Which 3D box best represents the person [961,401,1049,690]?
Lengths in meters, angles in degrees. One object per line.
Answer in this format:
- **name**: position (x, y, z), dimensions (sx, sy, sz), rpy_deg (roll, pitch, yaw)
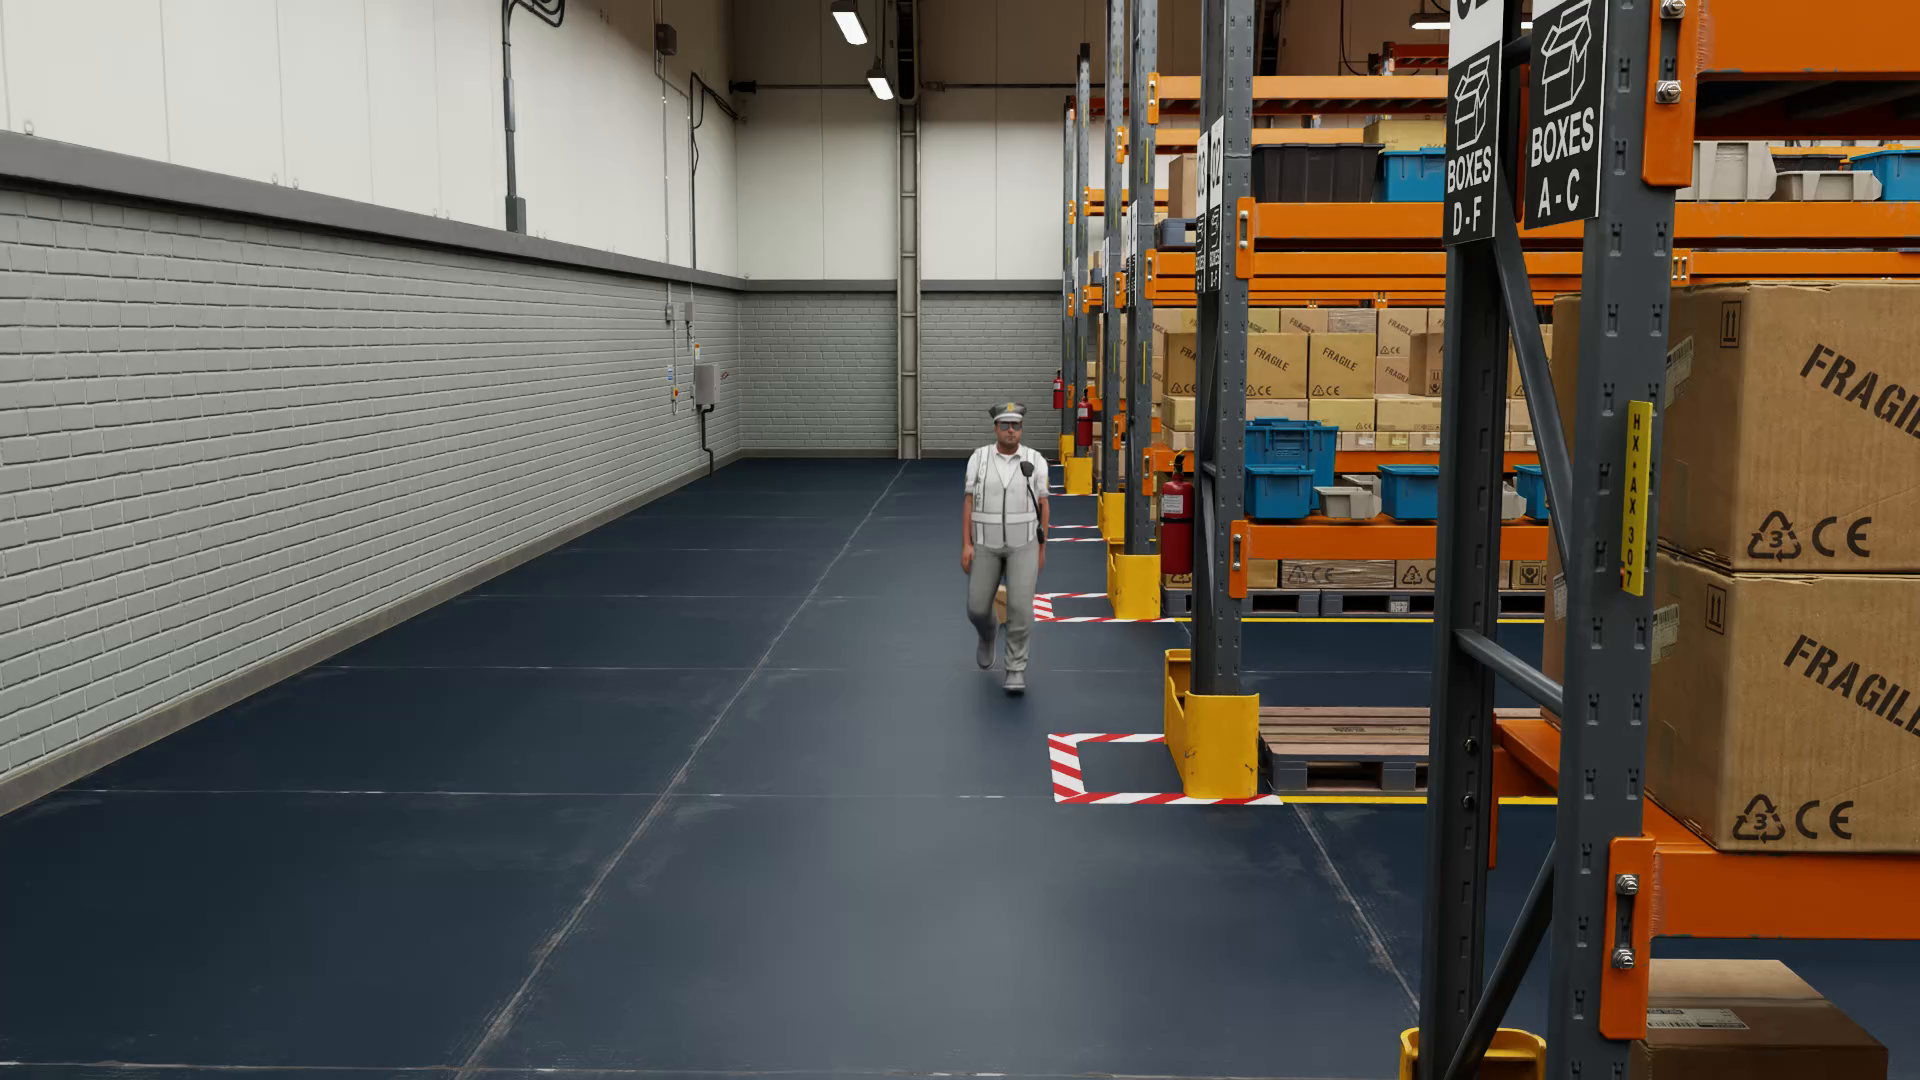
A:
- **person**: position (0.281, 0.014, 10.341), dimensions (0.545, 1.755, 0.679), rpy_deg (1, 7, 4)
